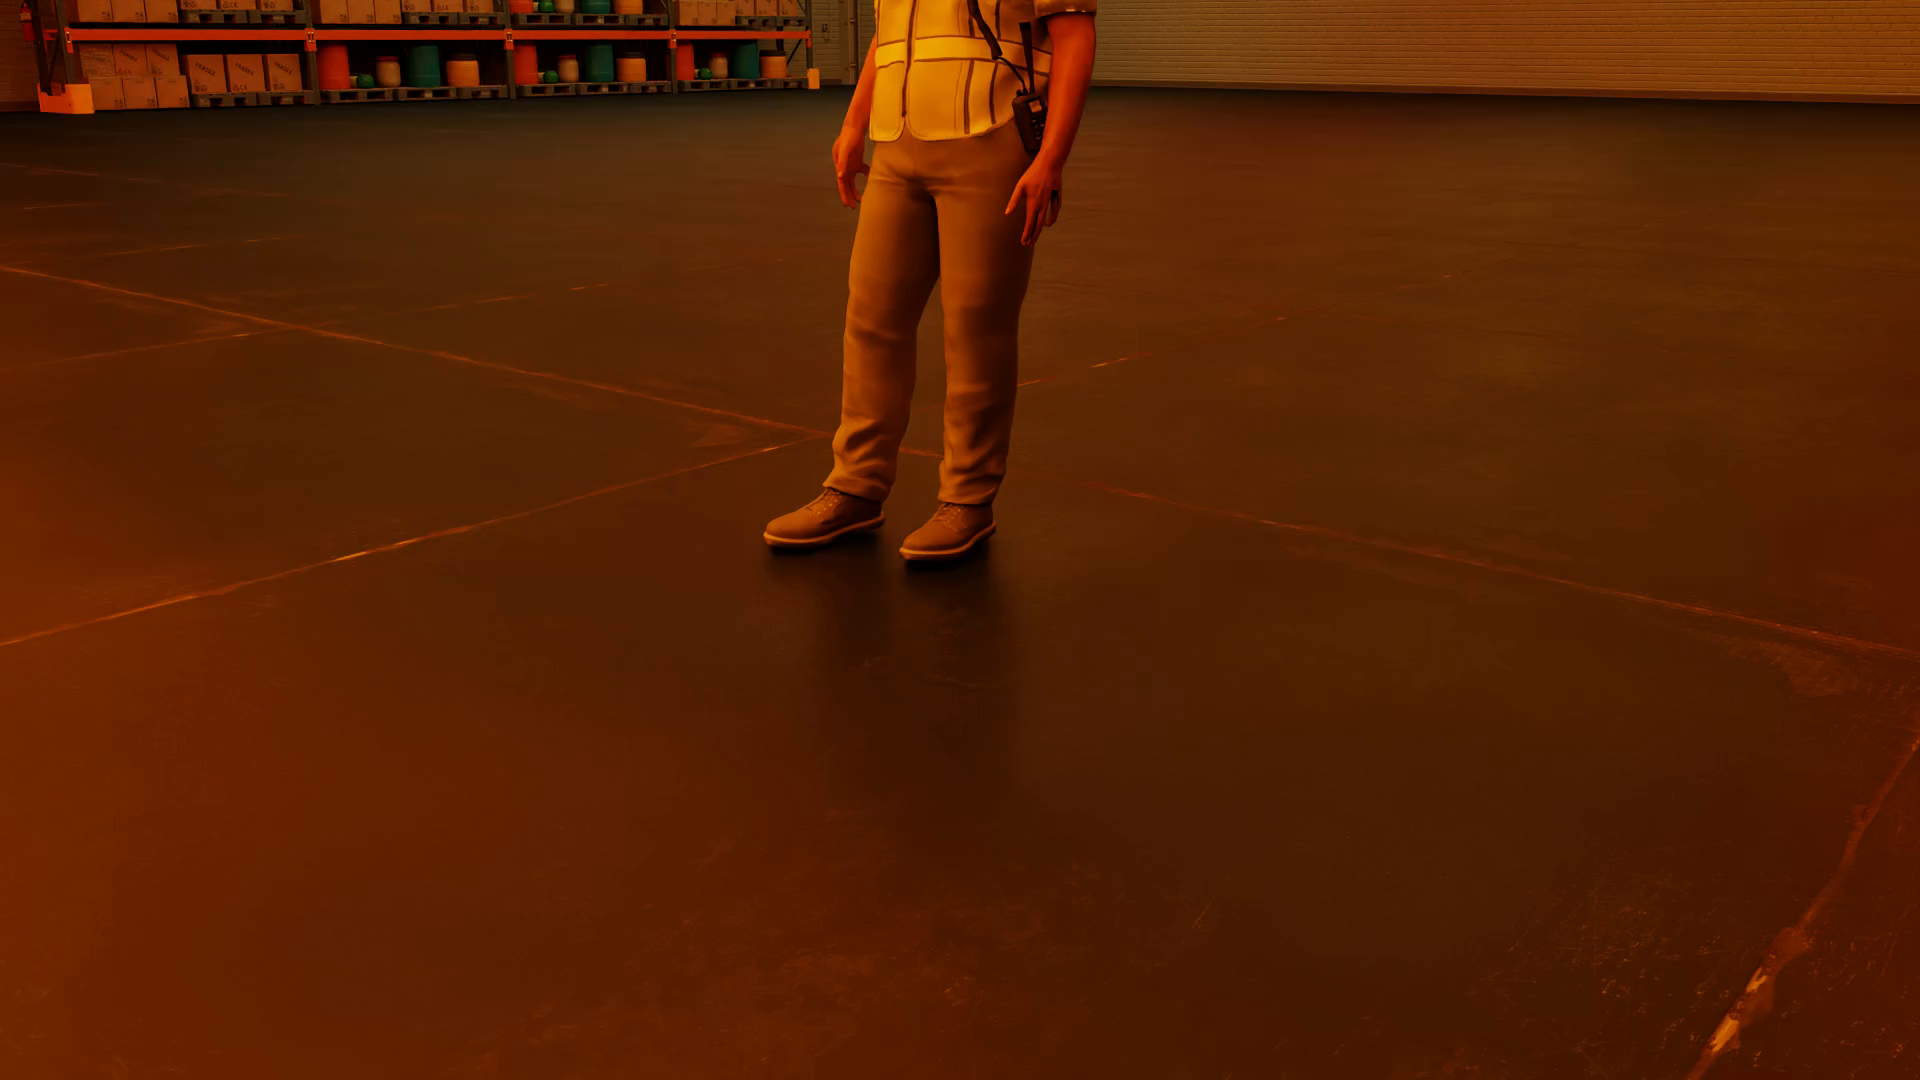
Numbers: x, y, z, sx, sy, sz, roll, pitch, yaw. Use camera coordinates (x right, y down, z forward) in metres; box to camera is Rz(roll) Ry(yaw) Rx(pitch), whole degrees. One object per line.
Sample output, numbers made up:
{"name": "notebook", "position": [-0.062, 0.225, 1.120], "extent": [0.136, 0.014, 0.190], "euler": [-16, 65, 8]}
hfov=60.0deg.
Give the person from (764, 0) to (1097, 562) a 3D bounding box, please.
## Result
{"name": "person", "position": [-0.059, -0.844, 3.631], "extent": [0.640, 1.781, 0.575], "euler": [13, 21, 37]}
